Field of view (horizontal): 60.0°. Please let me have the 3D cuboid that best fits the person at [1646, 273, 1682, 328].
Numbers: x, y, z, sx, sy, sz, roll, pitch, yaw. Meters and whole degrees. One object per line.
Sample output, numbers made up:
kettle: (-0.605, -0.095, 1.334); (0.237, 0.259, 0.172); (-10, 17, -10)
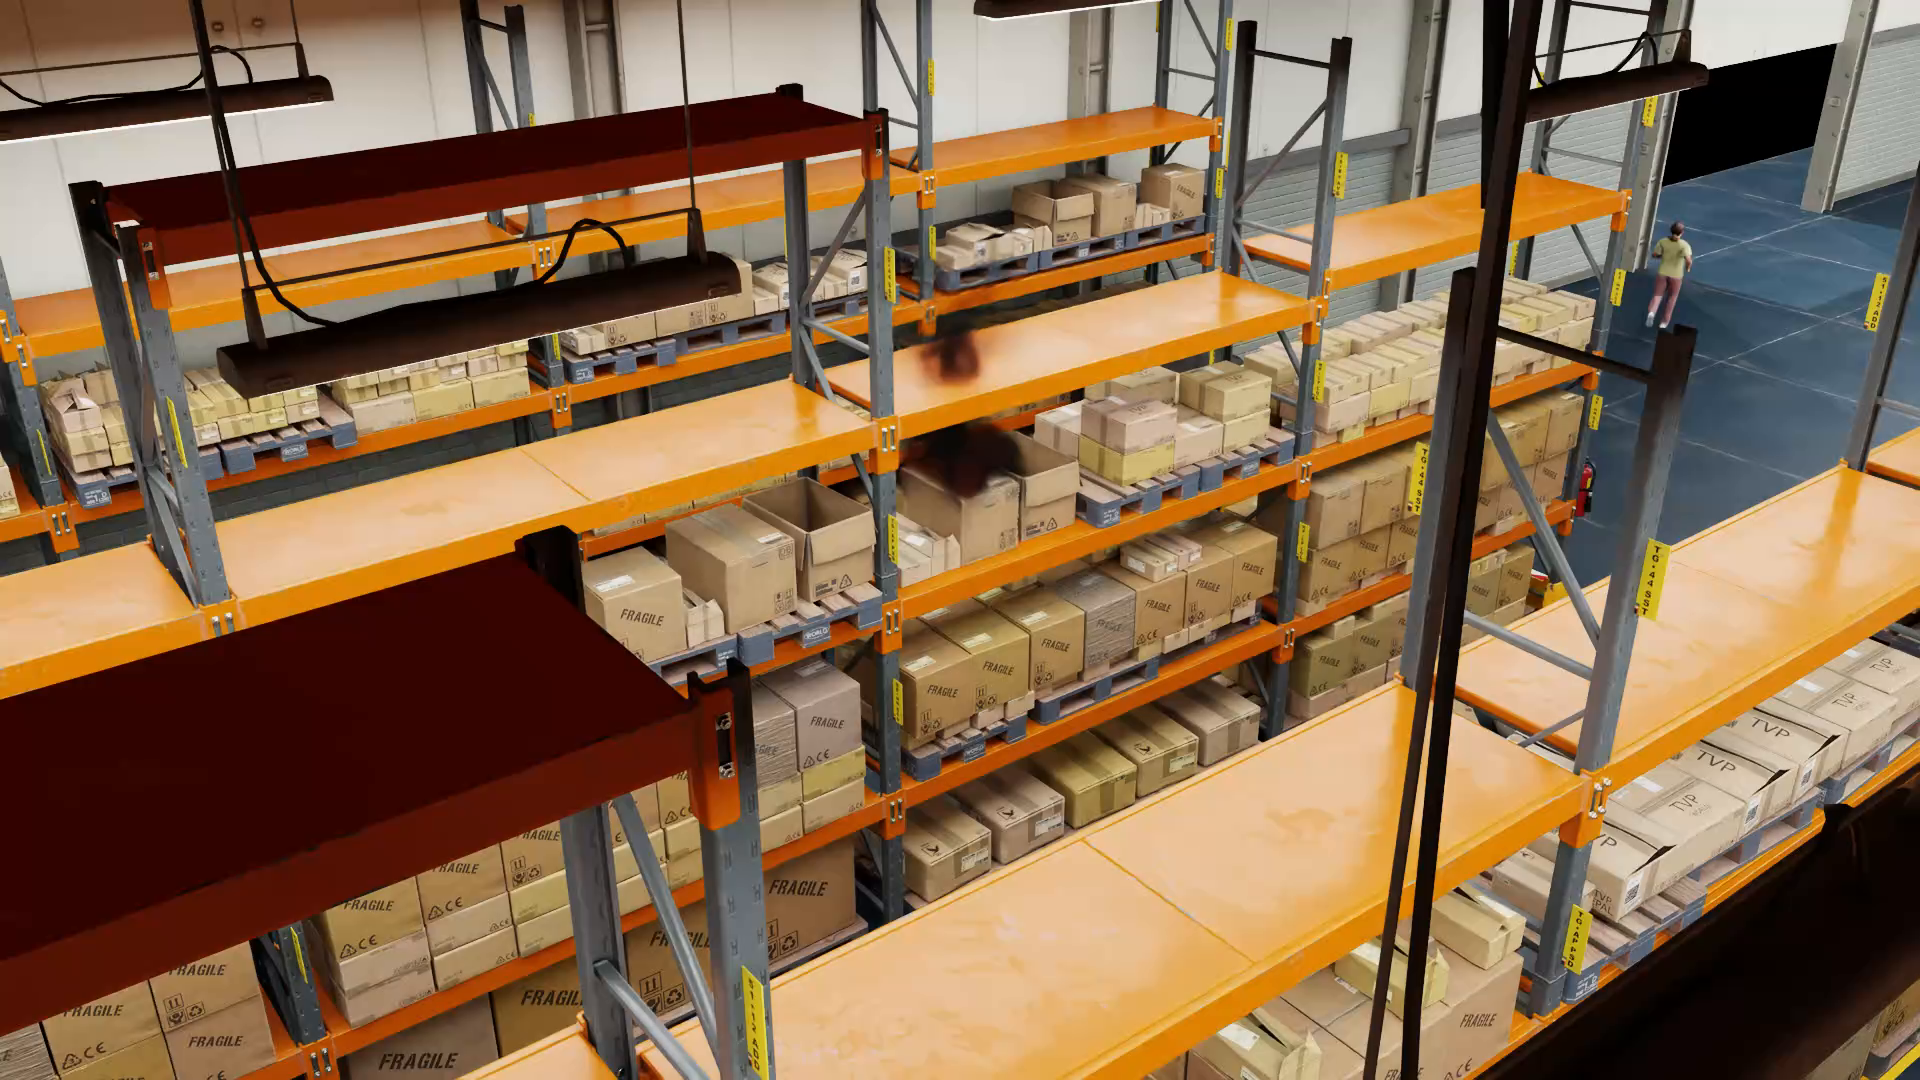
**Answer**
person: (10.239, -3.514, 24.183); (0.356, 0.967, 0.820); (17, 31, 31)
